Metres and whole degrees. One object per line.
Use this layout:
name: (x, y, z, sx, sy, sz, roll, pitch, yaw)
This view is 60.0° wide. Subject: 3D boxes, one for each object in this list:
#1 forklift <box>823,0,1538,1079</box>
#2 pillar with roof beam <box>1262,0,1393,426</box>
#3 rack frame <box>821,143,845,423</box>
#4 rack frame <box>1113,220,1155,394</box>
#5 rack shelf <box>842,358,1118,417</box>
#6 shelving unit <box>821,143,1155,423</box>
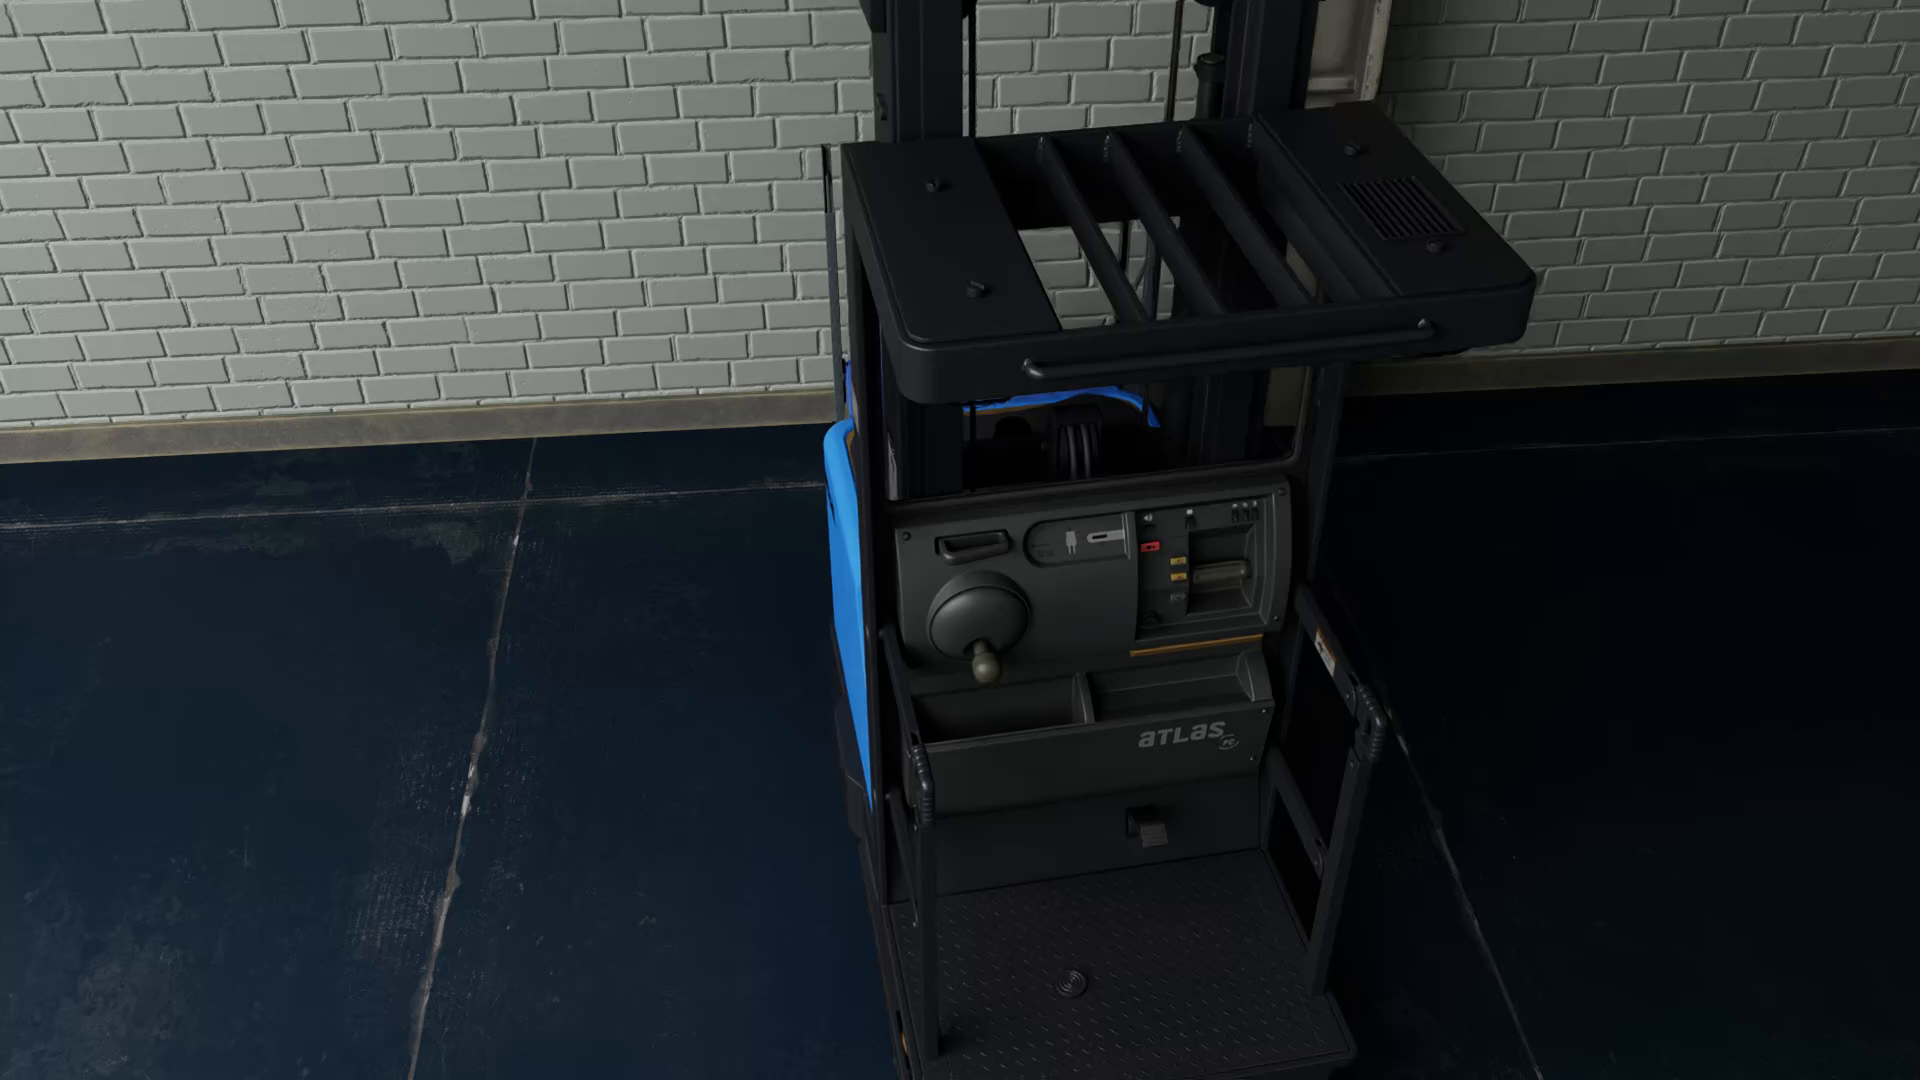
forklift: (0.359, 0.166, 3.673, 1.130, 2.935, 3.031, -7, 39, -9)
pillar with roof beam: (1.651, -1.387, 0.743, 0.400, 9.000, 9.100, -3, 38, -4)
rack frame: (-0.421, -0.566, 5.756, 0.032, 1.500, 0.500, -3, 38, -4)
rack frame: (0.591, -0.621, 5.827, 0.032, 1.500, 0.500, -3, 38, -4)
rack shelf: (0.085, -0.452, 5.903, 1.000, 0.185, 0.538, -3, 38, -4)
shelving unit: (0.085, -0.593, 5.791, 1.048, 1.500, 0.538, -3, 38, -4)
